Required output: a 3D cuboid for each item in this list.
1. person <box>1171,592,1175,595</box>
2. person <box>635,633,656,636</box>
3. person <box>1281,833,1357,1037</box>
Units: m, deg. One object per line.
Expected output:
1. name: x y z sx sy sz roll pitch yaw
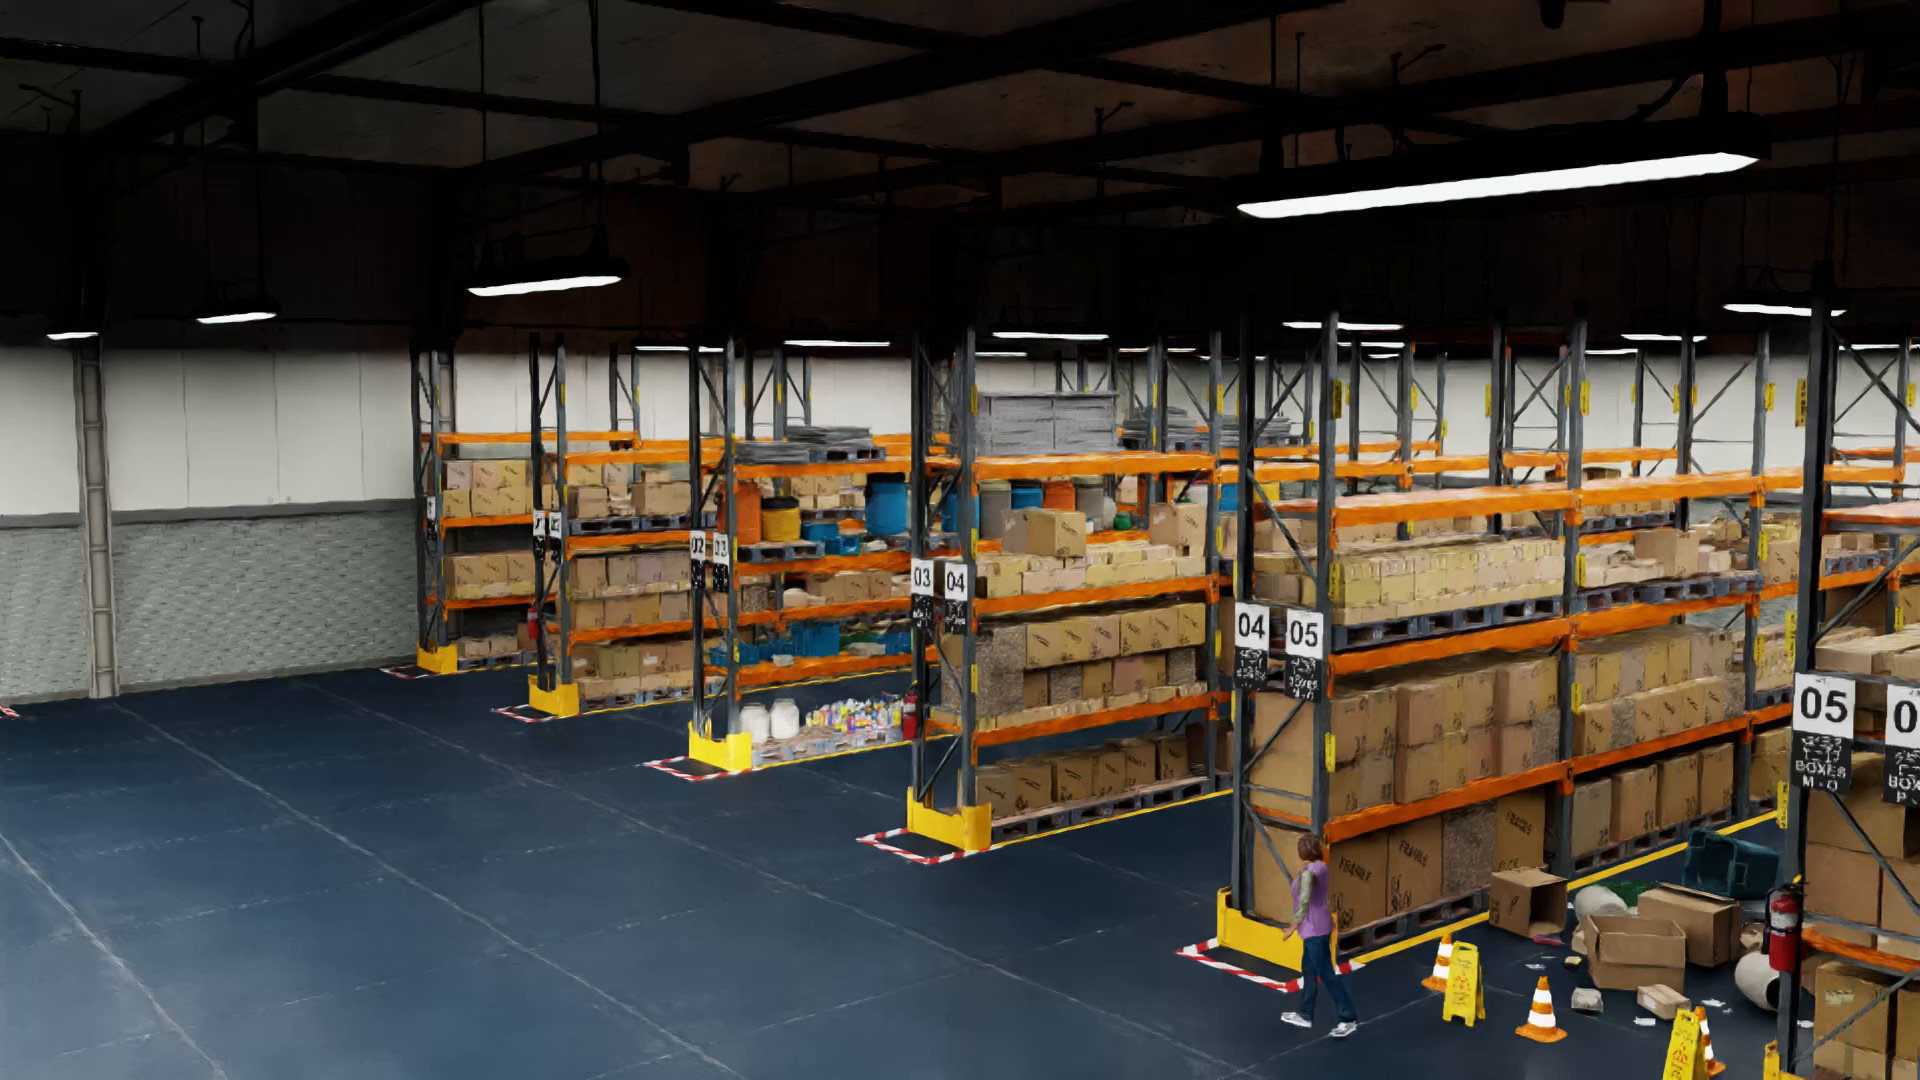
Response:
1. person: 5.195 0.713 38.994 0.669 1.665 0.530 -1 5 -8
2. person: -5.705 1.573 29.463 1.123 1.709 0.553 -4 7 -37
3. person: 2.876 3.148 13.310 0.639 1.587 0.443 2 6 25
